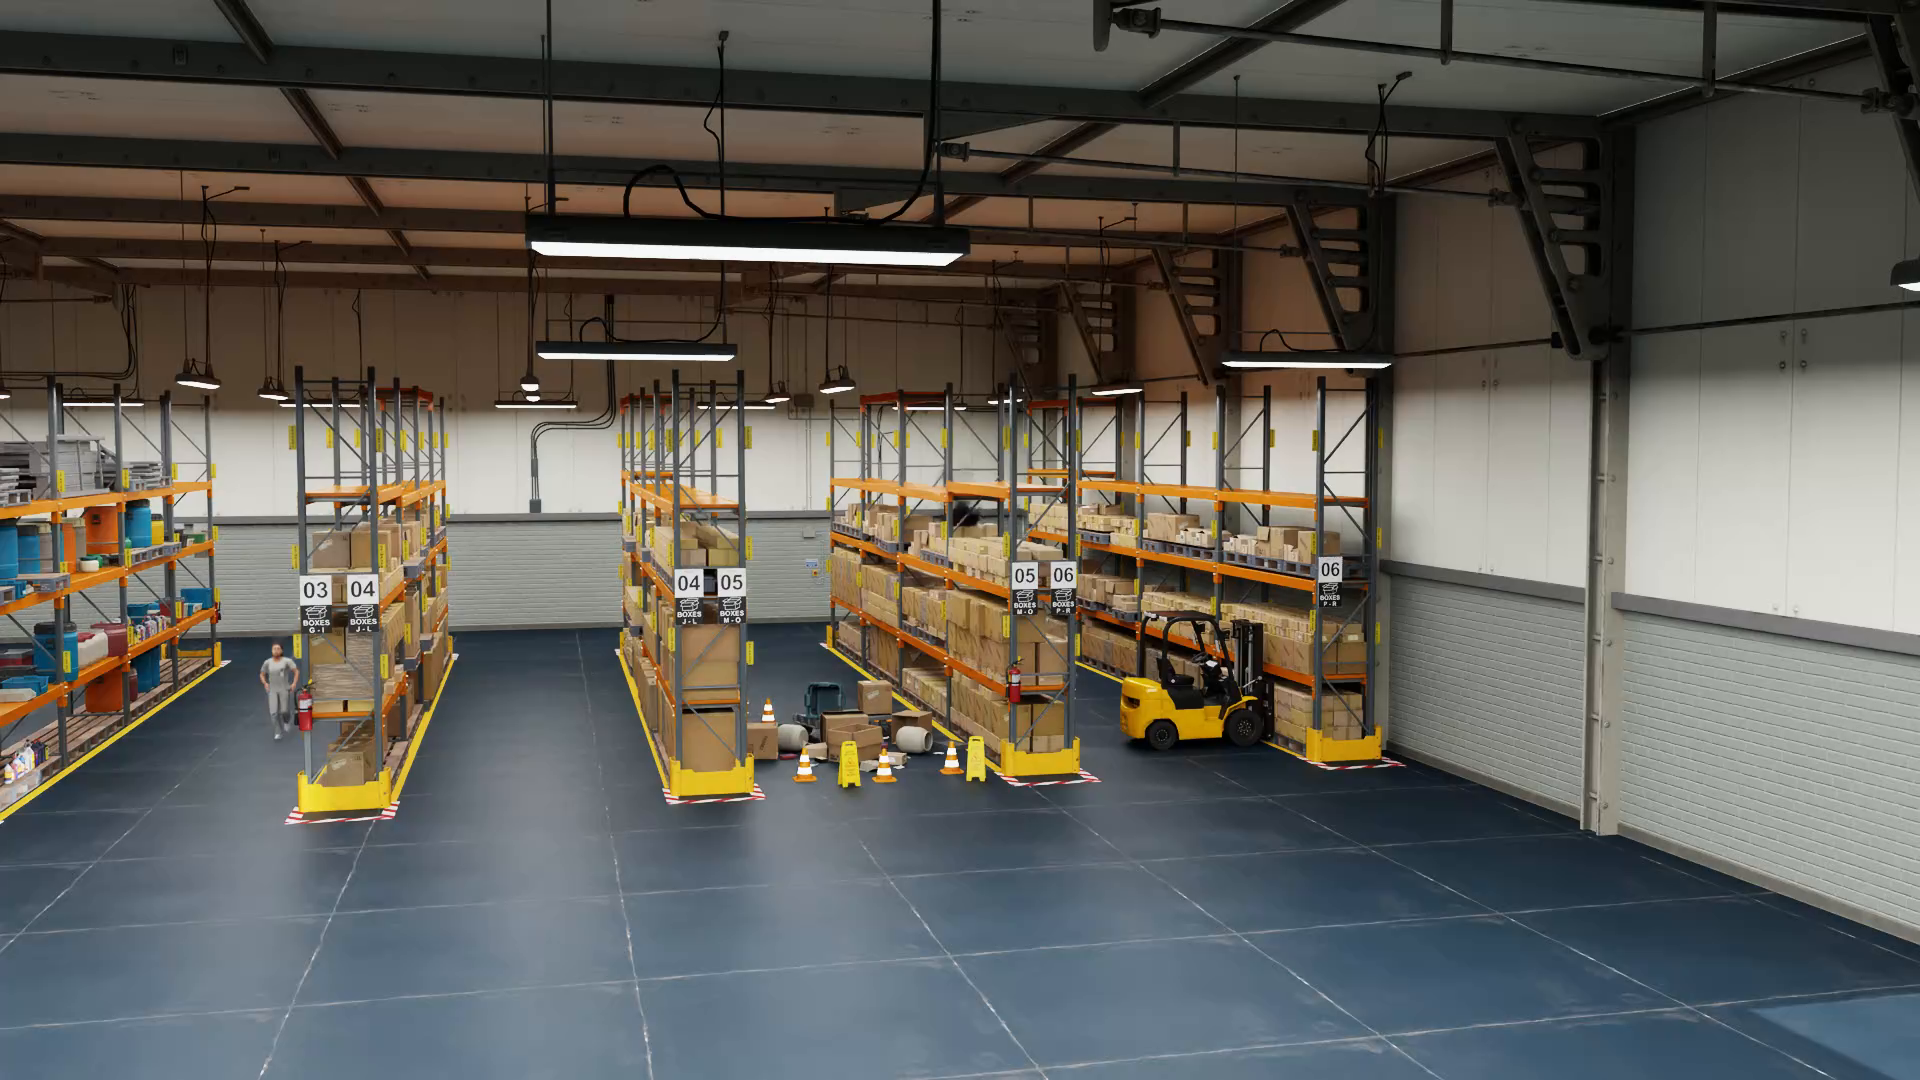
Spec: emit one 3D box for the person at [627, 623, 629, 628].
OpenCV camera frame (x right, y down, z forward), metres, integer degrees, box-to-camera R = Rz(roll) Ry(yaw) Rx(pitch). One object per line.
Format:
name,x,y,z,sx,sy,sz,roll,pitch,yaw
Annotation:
person,-7.848,1.801,40.465,0.535,1.603,0.681,0,3,7

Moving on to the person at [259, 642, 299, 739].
person,-11.424,2.521,27.903,0.610,1.624,0.597,-1,4,-14
